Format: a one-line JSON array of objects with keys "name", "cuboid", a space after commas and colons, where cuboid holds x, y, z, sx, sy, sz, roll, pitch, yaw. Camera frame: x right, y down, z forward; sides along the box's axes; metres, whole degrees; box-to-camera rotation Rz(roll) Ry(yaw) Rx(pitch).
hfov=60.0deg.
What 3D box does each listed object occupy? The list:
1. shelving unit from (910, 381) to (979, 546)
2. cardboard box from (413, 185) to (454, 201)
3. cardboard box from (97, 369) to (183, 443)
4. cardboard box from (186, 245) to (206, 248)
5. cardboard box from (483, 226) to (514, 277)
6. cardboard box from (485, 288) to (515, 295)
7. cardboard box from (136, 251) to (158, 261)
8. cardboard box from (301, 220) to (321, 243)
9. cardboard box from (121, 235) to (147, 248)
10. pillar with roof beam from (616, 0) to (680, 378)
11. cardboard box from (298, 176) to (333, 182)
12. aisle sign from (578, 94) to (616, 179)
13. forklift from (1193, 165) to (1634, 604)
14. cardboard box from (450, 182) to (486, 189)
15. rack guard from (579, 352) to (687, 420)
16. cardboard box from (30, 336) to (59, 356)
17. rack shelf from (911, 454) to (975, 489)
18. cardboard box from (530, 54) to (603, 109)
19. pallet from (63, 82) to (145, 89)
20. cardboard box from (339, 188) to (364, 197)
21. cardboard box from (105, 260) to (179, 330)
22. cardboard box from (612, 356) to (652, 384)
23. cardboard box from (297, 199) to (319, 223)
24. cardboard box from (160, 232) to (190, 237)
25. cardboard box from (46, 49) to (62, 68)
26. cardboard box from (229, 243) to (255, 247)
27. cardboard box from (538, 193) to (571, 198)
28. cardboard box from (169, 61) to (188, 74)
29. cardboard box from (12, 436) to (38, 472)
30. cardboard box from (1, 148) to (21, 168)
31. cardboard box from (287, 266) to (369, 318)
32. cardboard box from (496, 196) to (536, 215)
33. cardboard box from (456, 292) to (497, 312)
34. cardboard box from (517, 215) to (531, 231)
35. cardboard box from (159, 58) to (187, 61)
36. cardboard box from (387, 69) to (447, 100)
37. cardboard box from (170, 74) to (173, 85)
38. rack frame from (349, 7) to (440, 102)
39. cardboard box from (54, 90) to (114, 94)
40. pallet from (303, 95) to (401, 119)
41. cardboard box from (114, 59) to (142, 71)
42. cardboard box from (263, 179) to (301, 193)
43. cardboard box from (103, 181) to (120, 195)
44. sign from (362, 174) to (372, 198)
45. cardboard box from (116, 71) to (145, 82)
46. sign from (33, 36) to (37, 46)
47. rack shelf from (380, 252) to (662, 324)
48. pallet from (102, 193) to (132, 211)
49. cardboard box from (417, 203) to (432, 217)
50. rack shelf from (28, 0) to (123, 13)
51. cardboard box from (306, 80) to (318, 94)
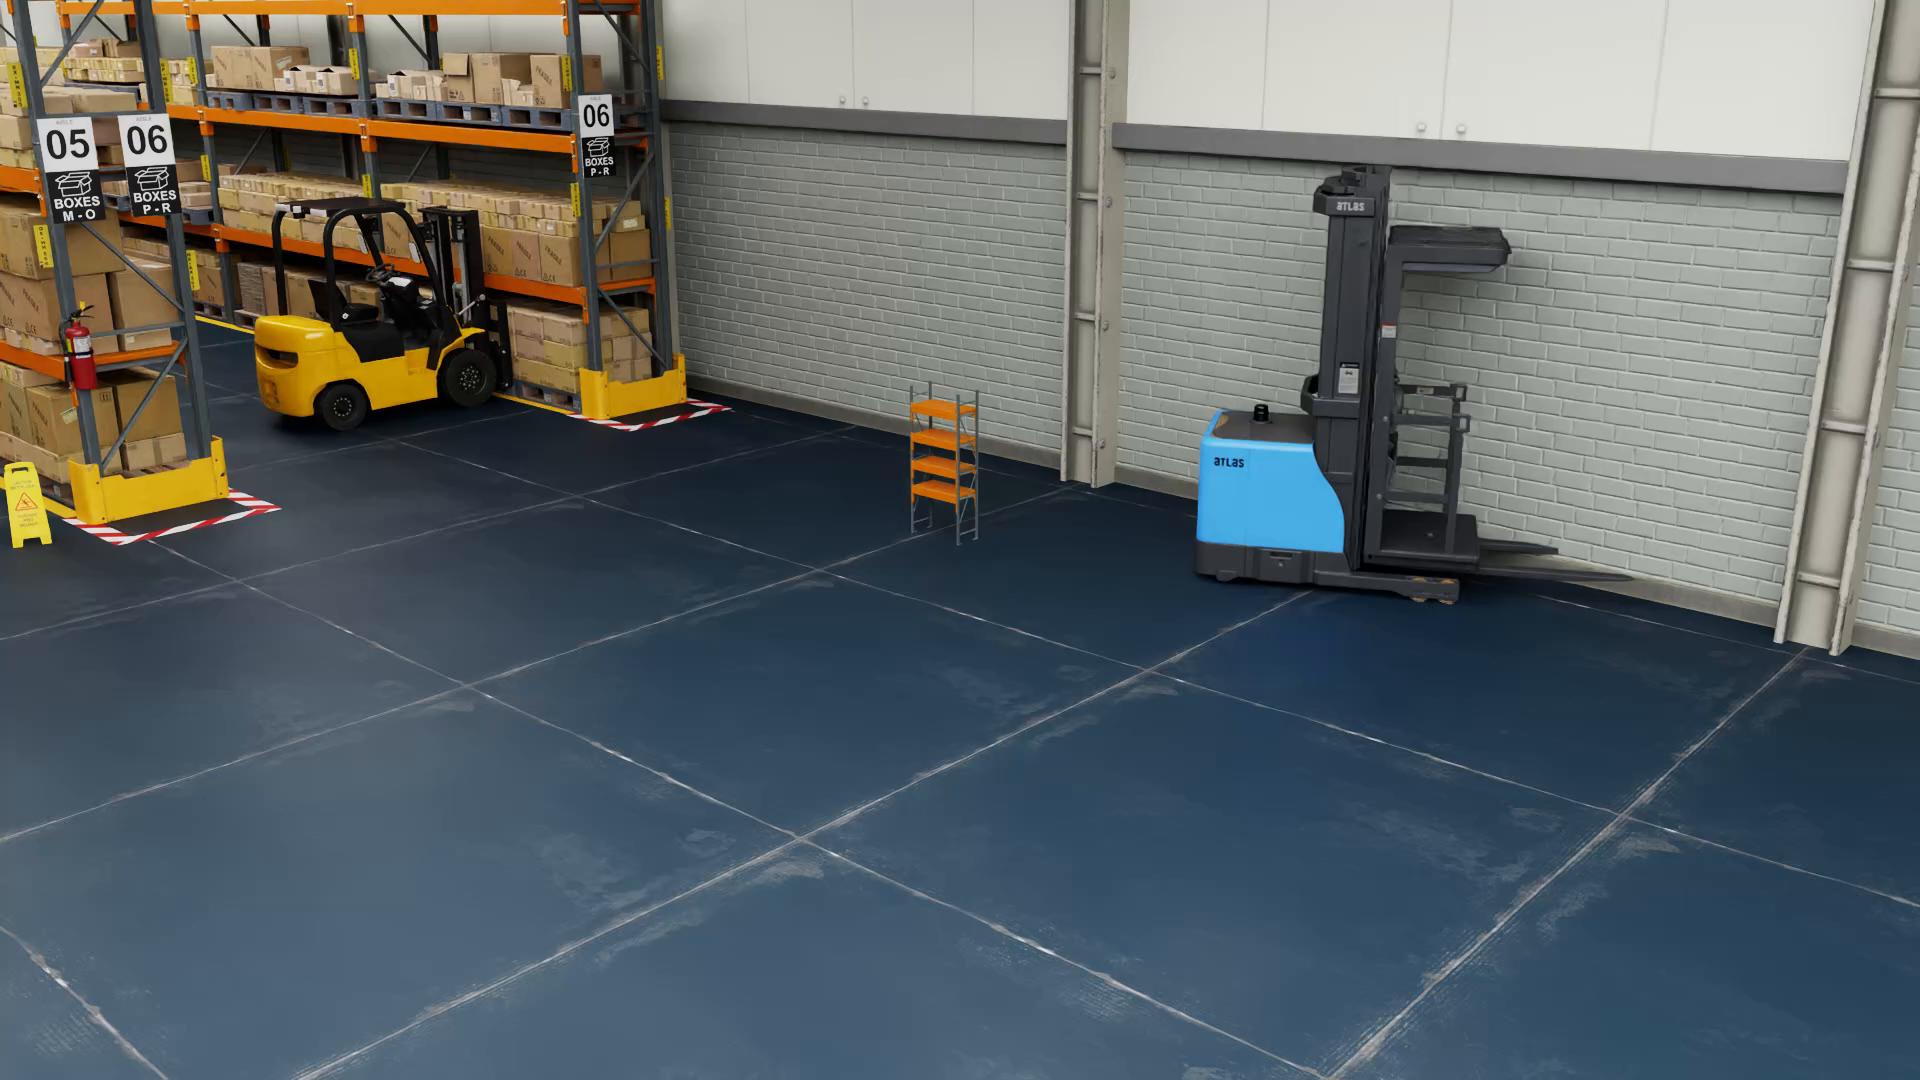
[{"name": "shelving unit", "cuboid": [-0.124, -0.605, 13.035, 0.503, 1.200, 0.258, 15, 23, 39]}, {"name": "cardboard box", "cuboid": [-5.924, -3.908, 18.738, 0.250, 0.149, 0.380, 14, 23, 38]}, {"name": "cardboard box", "cuboid": [-7.156, -1.171, 14.455, 0.500, 0.500, 0.500, 14, 22, 37]}, {"name": "cardboard box", "cuboid": [-10.694, -4.009, 23.150, 0.250, 0.149, 0.380, 15, 23, 38]}, {"name": "cardboard box", "cuboid": [-4.734, -3.115, 17.803, 0.500, 0.500, 0.500, 14, 23, 38]}, {"name": "cardboard box", "cuboid": [-5.163, -2.730, 18.954, 0.500, 0.250, 0.500, 15, 23, 40]}, {"name": "cardboard box", "cuboid": [-11.414, -3.883, 23.827, 0.500, 0.500, 0.500, 14, 22, 38]}, {"name": "cardboard box", "cuboid": [-7.699, -3.799, 20.371, 0.500, 0.250, 0.500, 15, 23, 40]}, {"name": "cardboard box", "cuboid": [-12.051, -4.376, 24.307, 0.250, 0.149, 0.380, 14, 23, 38]}, {"name": "pillar with roof beam", "cuboid": [-6.206, -5.048, 14.142, 0.400, 9.000, 9.100, 15, 23, 39]}, {"name": "cardboard box", "cuboid": [-8.235, -4.566, 21.302, 0.250, 0.149, 0.380, 15, 23, 39]}, {"name": "aisle sign", "cuboid": [-3.572, -3.978, 16.391, 0.004, 0.787, 0.394, 15, 23, 39]}, {"name": "forklift", "cuboid": [3.284, -1.124, 11.807, 3.031, 2.935, 1.130, 5, 18, 14]}, {"name": "cardboard box", "cuboid": [-5.612, -4.015, 19.075, 0.250, 0.149, 0.380, 15, 23, 39]}, {"name": "rack guard", "cuboid": [-3.408, -1.623, 17.398, 0.348, 0.500, 1.175, 15, 23, 39]}, {"name": "cardboard box", "cuboid": [-7.403, -1.628, 13.697, 0.250, 0.149, 0.380, 15, 23, 39]}, {"name": "rack shelf", "cuboid": [-0.124, -0.541, 13.055, 0.480, 0.148, 0.258, 15, 23, 39]}, {"name": "cardboard box", "cuboid": [-3.919, -4.578, 16.594, 0.500, 0.500, 0.500, 16, 24, 41]}, {"name": "pallet", "cuboid": [-11.960, -6.422, 23.739, 1.003, 0.211, 1.213, 15, 23, 39]}, {"name": "cardboard box", "cuboid": [-7.174, -4.106, 19.853, 0.250, 0.149, 0.380, 15, 23, 39]}, {"name": "cardboard box", "cuboid": [-6.888, -2.042, 13.931, 0.500, 0.500, 0.500, 15, 23, 38]}, {"name": "cardboard box", "cuboid": [-3.664, -1.851, 17.838, 0.500, 0.250, 0.500, 15, 23, 39]}, {"name": "cardboard box", "cuboid": [-7.723, -4.035, 20.289, 0.500, 0.250, 0.500, 16, 23, 40]}, {"name": "cardboard box", "cuboid": [-11.547, -4.439, 24.506, 0.250, 0.149, 0.380, 15, 23, 40]}, {"name": "cardboard box", "cuboid": [-12.939, -7.013, 24.223, 0.500, 0.250, 0.500, 15, 23, 39]}, {"name": "cardboard box", "cuboid": [-10.155, -4.085, 23.391, 0.250, 0.149, 0.380, 14, 22, 37]}, {"name": "cardboard box", "cuboid": [-4.305, -3.644, 17.904, 0.250, 0.149, 0.380, 16, 24, 41]}, {"name": "cardboard box", "cuboid": [-10.222, -6.236, 21.940, 0.250, 0.149, 0.380, 14, 22, 37]}, {"name": "cardboard box", "cuboid": [-7.884, -0.792, 14.500, 0.500, 0.250, 0.500, 15, 23, 39]}, {"name": "cardboard box", "cuboid": [-7.379, -3.056, 13.239, 0.250, 0.149, 0.380, 15, 23, 40]}, {"name": "cardboard box", "cuboid": [-7.955, -3.101, 21.154, 0.625, 0.625, 0.875, 14, 22, 37]}, {"name": "cardboard box", "cuboid": [-4.658, -3.525, 17.530, 0.250, 0.149, 0.380, 16, 23, 41]}, {"name": "cardboard box", "cuboid": [-5.509, -2.618, 18.600, 0.500, 0.250, 0.500, 16, 24, 41]}, {"name": "cardboard box", "cuboid": [-4.414, -3.345, 17.455, 0.250, 0.149, 0.380, 15, 23, 39]}, {"name": "cardboard box", "cuboid": [-10.930, -6.591, 23.025, 0.250, 0.149, 0.380, 16, 23, 41]}, {"name": "cardboard box", "cuboid": [-5.958, -5.035, 18.347, 0.500, 0.311, 0.500, 16, 23, 40]}, {"name": "cardboard box", "cuboid": [-10.410, -6.145, 22.146, 0.250, 0.149, 0.380, 15, 23, 39]}, {"name": "rack frame", "cuboid": [-6.418, -6.481, 18.658, 0.127, 3.000, 1.000, 15, 23, 39]}, {"name": "cardboard box", "cuboid": [-7.194, -3.614, 13.678, 0.250, 0.149, 0.380, 15, 23, 39]}, {"name": "pallet", "cuboid": [-7.086, -5.135, 19.690, 1.217, 0.209, 0.805, 14, 22, 37]}, {"name": "cardboard box", "cuboid": [-11.278, -6.473, 22.654, 0.250, 0.149, 0.380, 15, 23, 40]}, {"name": "cardboard box", "cuboid": [-8.545, -4.459, 20.965, 0.250, 0.149, 0.380, 15, 23, 40]}, {"name": "cardboard box", "cuboid": [-11.801, -5.224, 23.755, 0.500, 0.500, 0.700, 15, 23, 40]}, {"name": "sign", "cuboid": [-6.771, -4.011, 19.010, 0.005, 0.325, 0.100, 15, 23, 39]}, {"name": "cardboard box", "cuboid": [-11.275, -6.333, 22.706, 0.250, 0.149, 0.380, 16, 23, 40]}, {"name": "sign", "cuboid": [-15.010, -8.005, 26.953, 0.005, 0.325, 0.100, 15, 23, 39]}, {"name": "rack shelf", "cuboid": [-4.922, -2.878, 18.409, 4.000, 0.370, 1.077, 15, 23, 39]}, {"name": "pallet", "cuboid": [-11.876, -4.952, 24.073, 1.213, 0.211, 1.003, 15, 23, 39]}, {"name": "cardboard box", "cuboid": [-5.811, -3.691, 18.547, 0.250, 0.149, 0.380, 16, 23, 40]}, {"name": "rack shelf", "cuboid": [-13.897, -8.145, 25.094, 4.000, 0.370, 1.077, 15, 23, 39]}, {"name": "cardboard box", "cuboid": [-7.442, -5.332, 19.551, 0.250, 0.149, 0.380, 15, 23, 39]}]
